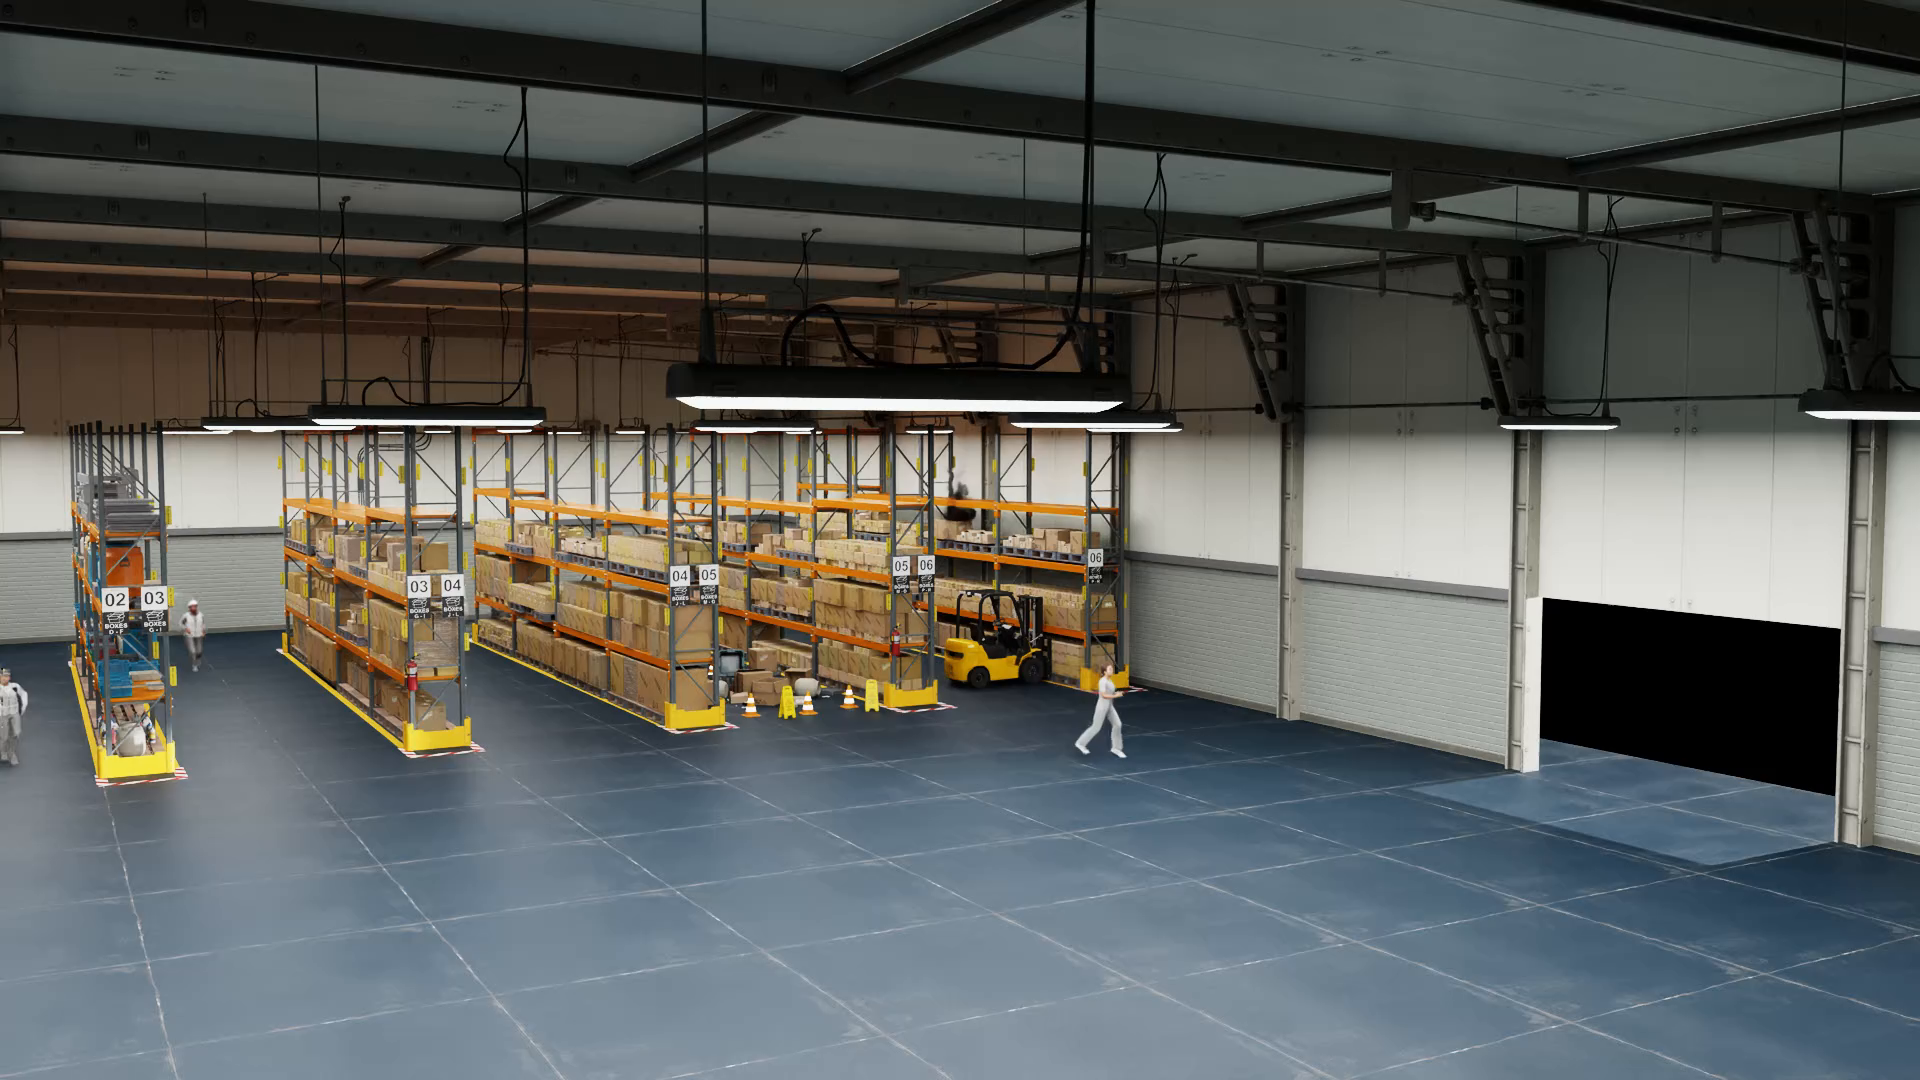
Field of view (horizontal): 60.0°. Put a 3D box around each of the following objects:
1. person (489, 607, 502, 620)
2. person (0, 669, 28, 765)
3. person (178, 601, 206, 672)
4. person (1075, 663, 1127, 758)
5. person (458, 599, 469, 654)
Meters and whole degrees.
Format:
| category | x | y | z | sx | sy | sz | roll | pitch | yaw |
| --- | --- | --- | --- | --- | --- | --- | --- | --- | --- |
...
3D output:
| category | x | y | z | sx | sy | sz | roll | pitch | yaw |
| --- | --- | --- | --- | --- | --- | --- | --- | --- | --- |
| person | -13.486 | 1.925 | 48.265 | 0.647 | 1.608 | 0.642 | 1 | 4 | 12 |
| person | -16.676 | 3.097 | 29.155 | 0.618 | 1.711 | 0.706 | -2 | 4 | -35 |
| person | -18.750 | 2.350 | 40.659 | 0.655 | 1.746 | 0.625 | -3 | 5 | -40 |
| person | 2.537 | 3.048 | 29.788 | 0.915 | 1.705 | 0.574 | 2 | 4 | 24 |
| person | -13.273 | 2.140 | 43.652 | 0.729 | 1.831 | 0.997 | -2 | 4 | -26 |
